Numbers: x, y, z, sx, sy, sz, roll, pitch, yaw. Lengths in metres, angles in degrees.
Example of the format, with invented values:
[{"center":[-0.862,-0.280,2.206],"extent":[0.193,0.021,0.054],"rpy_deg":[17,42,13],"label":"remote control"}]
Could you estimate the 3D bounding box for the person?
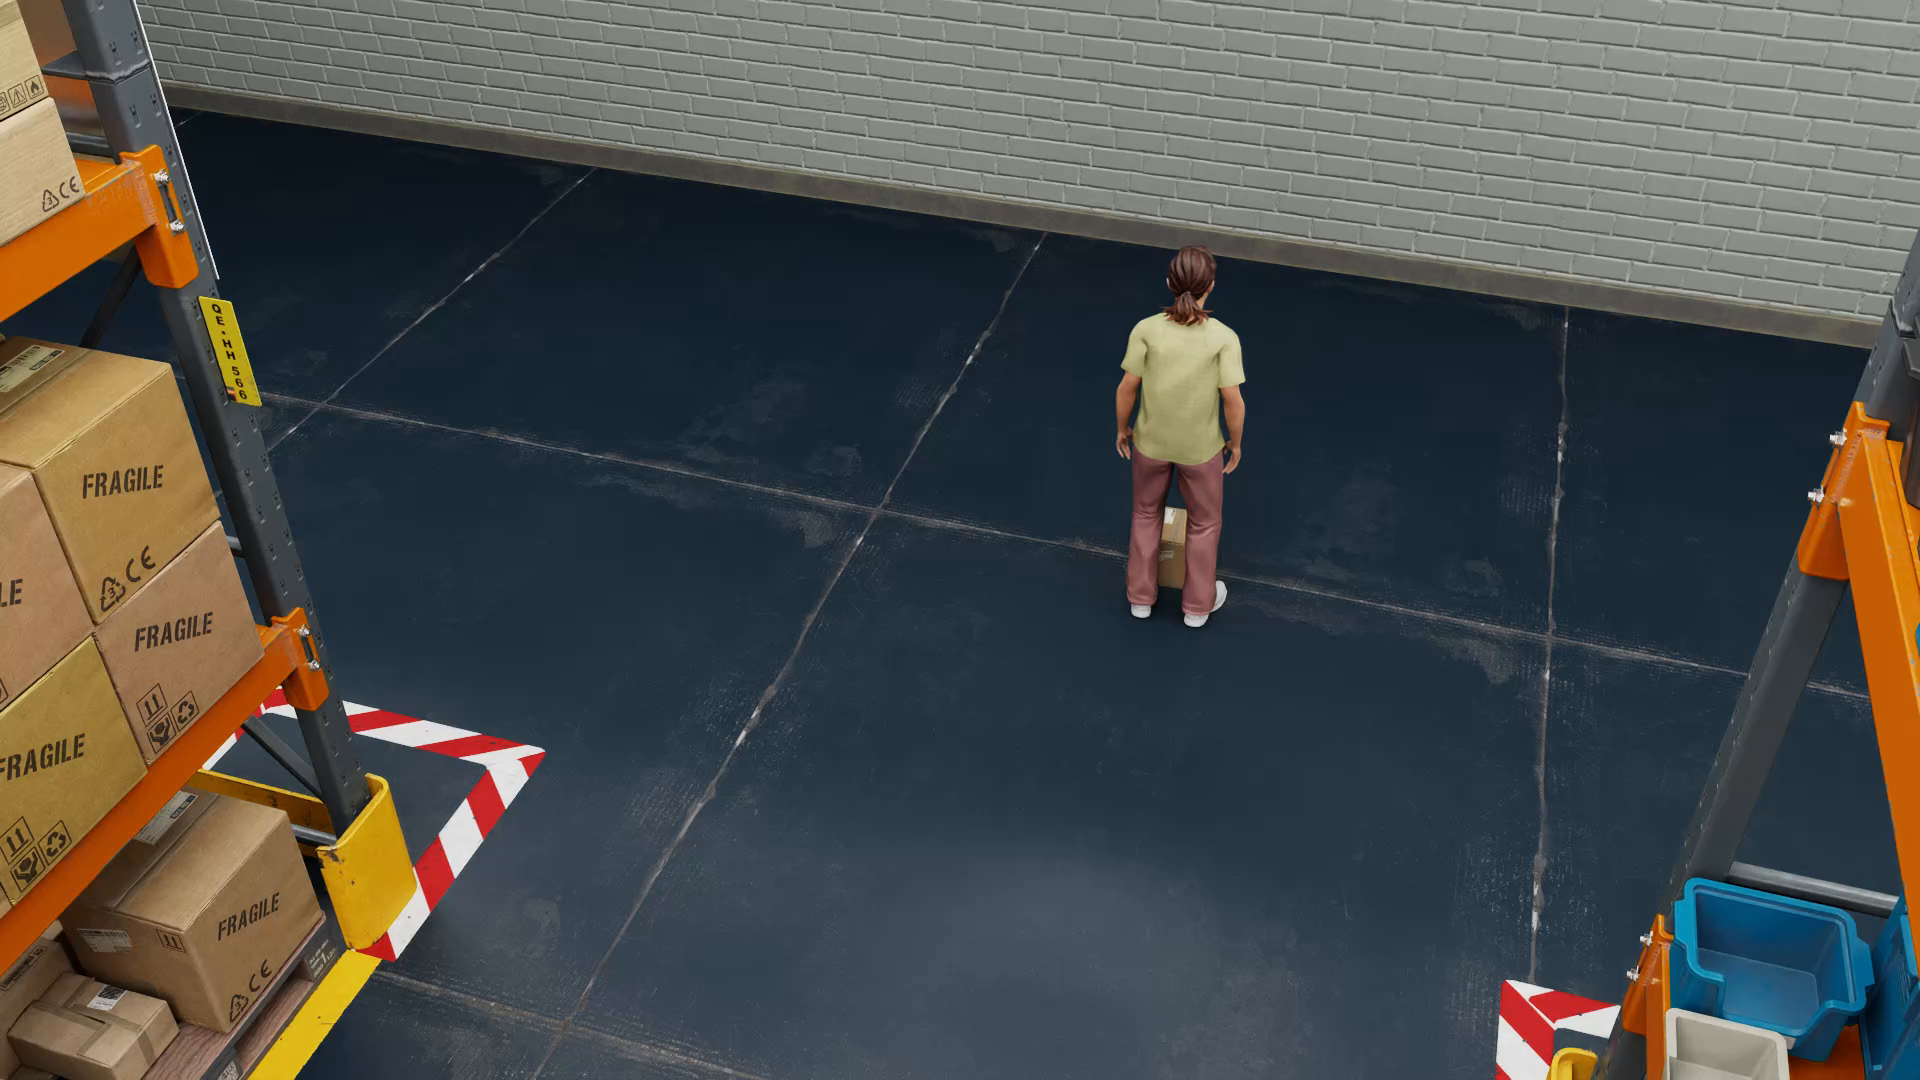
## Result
[{"center":[0.875,-0.388,6.663],"extent":[0.508,1.672,0.353],"rpy_deg":[10,38,13],"label":"person"}]
